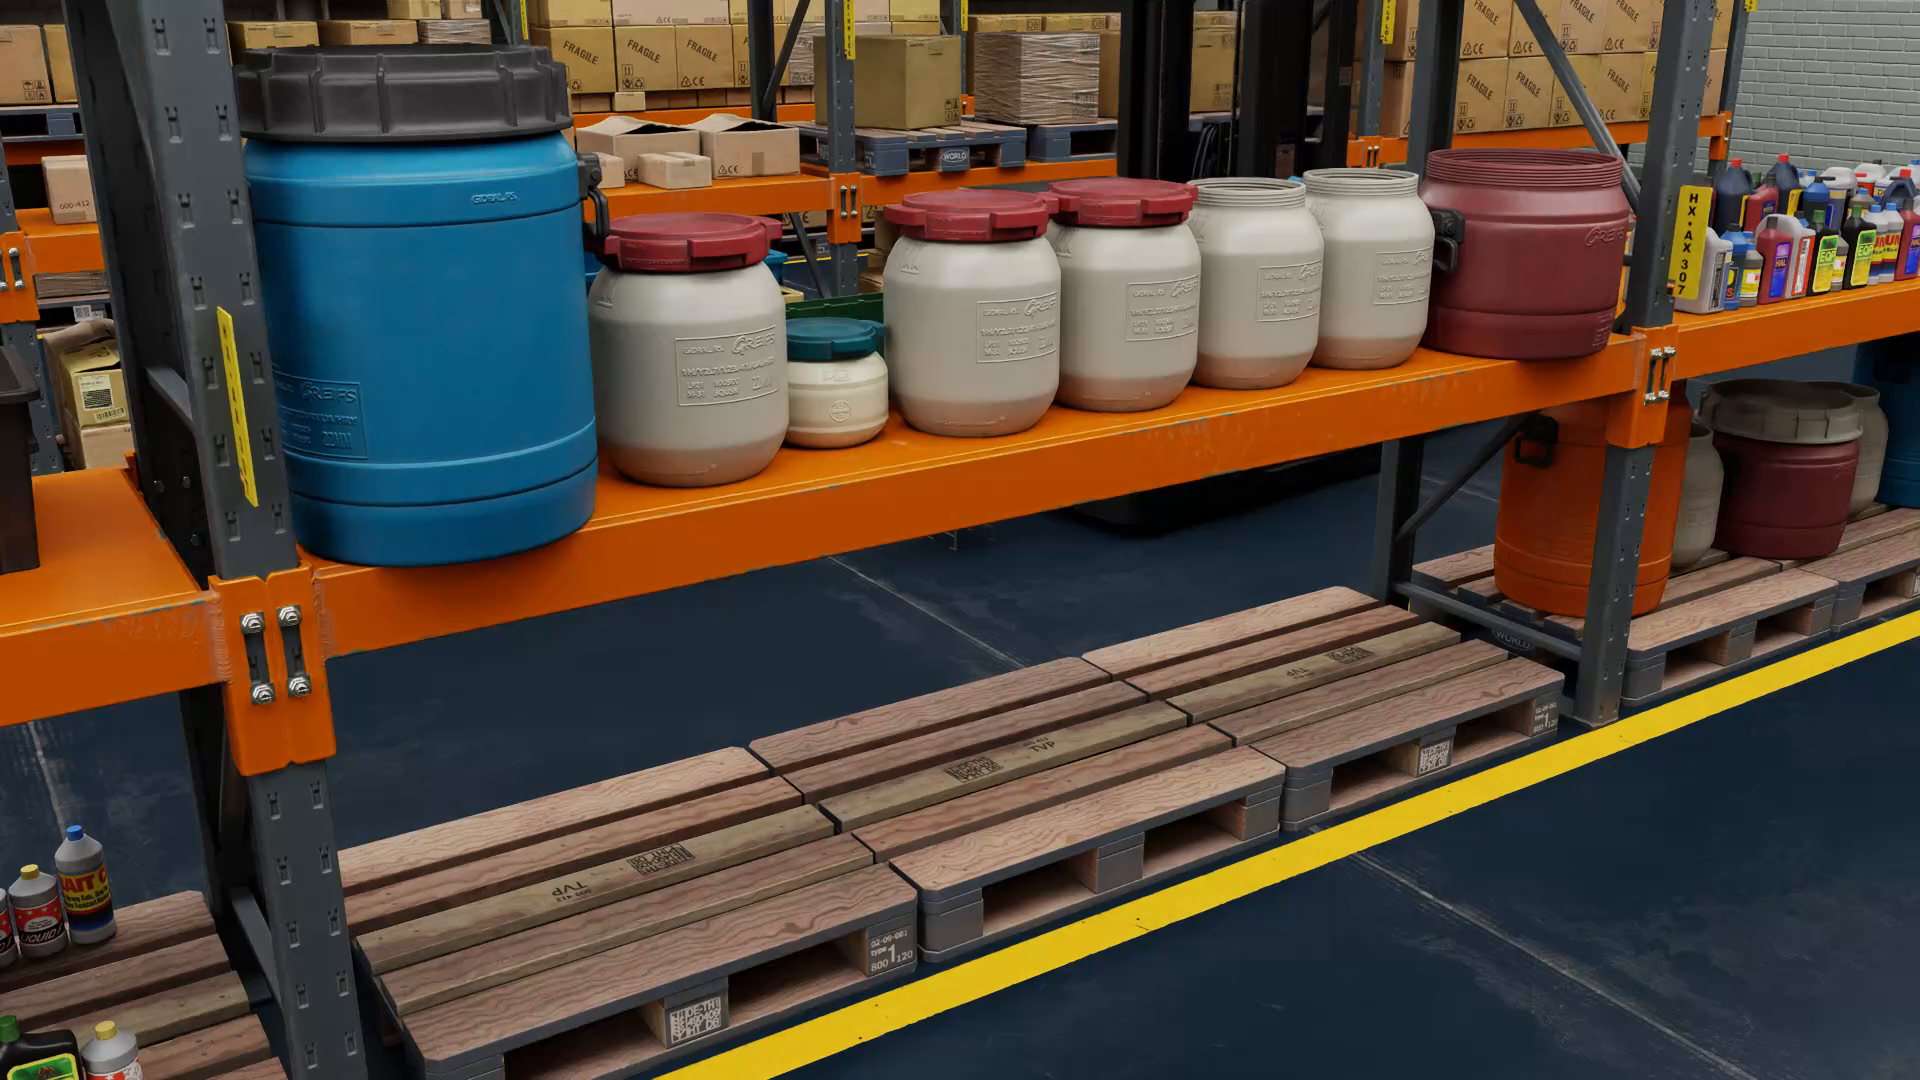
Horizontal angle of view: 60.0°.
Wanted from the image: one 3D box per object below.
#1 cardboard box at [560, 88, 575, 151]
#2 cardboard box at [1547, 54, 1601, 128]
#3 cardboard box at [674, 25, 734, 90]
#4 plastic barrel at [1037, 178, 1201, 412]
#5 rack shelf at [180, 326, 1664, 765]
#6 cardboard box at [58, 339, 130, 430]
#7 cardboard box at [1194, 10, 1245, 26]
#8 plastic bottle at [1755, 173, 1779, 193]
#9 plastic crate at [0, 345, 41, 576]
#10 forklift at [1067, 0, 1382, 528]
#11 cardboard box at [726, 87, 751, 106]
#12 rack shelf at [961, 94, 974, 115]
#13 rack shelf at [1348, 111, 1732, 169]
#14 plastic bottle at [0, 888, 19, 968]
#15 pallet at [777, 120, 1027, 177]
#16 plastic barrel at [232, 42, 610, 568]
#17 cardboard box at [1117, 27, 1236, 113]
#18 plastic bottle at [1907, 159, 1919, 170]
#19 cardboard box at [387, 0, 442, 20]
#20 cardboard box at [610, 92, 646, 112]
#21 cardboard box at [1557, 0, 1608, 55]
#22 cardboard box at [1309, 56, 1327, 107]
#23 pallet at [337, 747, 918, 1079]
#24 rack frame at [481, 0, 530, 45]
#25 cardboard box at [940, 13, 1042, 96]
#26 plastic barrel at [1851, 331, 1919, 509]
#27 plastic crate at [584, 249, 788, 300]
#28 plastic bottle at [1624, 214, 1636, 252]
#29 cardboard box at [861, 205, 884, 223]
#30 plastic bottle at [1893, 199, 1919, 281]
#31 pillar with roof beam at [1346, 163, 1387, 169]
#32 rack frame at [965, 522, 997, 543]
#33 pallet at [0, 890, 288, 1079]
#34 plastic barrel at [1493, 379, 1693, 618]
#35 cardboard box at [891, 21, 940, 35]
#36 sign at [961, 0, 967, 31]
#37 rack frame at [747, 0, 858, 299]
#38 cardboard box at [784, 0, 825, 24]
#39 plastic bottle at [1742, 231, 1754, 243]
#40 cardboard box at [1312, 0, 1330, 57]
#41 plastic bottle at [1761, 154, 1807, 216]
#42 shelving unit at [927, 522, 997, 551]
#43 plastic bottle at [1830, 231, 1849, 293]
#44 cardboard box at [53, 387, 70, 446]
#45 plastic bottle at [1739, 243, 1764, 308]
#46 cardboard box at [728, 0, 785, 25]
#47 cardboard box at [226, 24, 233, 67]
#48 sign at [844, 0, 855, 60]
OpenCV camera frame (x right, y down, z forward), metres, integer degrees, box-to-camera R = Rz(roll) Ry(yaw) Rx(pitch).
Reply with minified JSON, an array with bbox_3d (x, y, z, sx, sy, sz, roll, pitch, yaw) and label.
[{"bbox_3d":[-2.276,-2.017,8.371,0.500,0.500,0.500,-13,23,-34],"label":"cardboard box"},{"bbox_3d":[4.301,-3.307,12.187,0.500,0.500,0.500,-12,22,-32],"label":"cardboard box"},{"bbox_3d":[-2.207,-3.986,13.699,0.500,0.500,0.500,-12,22,-32],"label":"cardboard box"},{"bbox_3d":[0.390,-0.619,4.180,0.433,0.535,0.433,0,19,0],"label":"plastic barrel"},{"bbox_3d":[0.167,-0.251,4.427,4.000,0.370,1.077,-12,22,-31],"label":"rack shelf"},{"bbox_3d":[-3.742,-0.733,7.492,0.500,0.311,0.500,-12,22,-31],"label":"cardboard box"},{"bbox_3d":[2.650,-5.053,17.038,0.700,0.700,0.980,-11,21,-29],"label":"cardboard box"},{"bbox_3d":[3.194,-1.315,6.634,0.133,0.283,0.061,-12,22,-31],"label":"plastic bottle"},{"bbox_3d":[-2.010,-0.152,3.107,0.504,0.338,0.767,-12,22,-31],"label":"plastic crate"},{"bbox_3d":[1.543,-1.813,8.030,3.031,2.935,1.130,-15,24,-38],"label":"forklift"},{"bbox_3d":[-1.934,-3.754,14.025,0.250,0.149,0.380,-12,22,-31],"label":"cardboard box"},{"bbox_3d":[1.400,-4.310,16.433,4.000,0.370,1.077,-12,22,-31],"label":"rack shelf"},{"bbox_3d":[4.127,-2.986,12.516,4.000,0.370,1.077,-12,22,-31],"label":"rack shelf"},{"bbox_3d":[-2.180,0.852,3.722,0.097,0.201,0.097,0,19,0],"label":"plastic bottle"},{"bbox_3d":[-0.356,-2.317,9.714,1.003,0.211,1.213,-12,22,-31],"label":"pallet"},{"bbox_3d":[-1.014,-0.464,3.151,0.708,0.901,0.600,-12,22,-31],"label":"plastic barrel"},{"bbox_3d":[1.399,-3.059,10.797,0.500,0.500,0.700,-8,20,-23],"label":"cardboard box"},{"bbox_3d":[4.164,-1.530,7.289,0.097,0.271,0.097,0,19,0],"label":"plastic bottle"},{"bbox_3d":[-4.143,-4.028,12.619,0.250,0.149,0.380,-17,25,-40],"label":"cardboard box"},{"bbox_3d":[-2.725,-3.547,13.413,0.250,0.149,0.380,-11,22,-30],"label":"cardboard box"},{"bbox_3d":[4.296,-3.776,12.012,0.500,0.500,0.500,-11,22,-30],"label":"cardboard box"},{"bbox_3d":[2.733,-3.178,11.806,0.500,0.500,0.500,-11,22,-31],"label":"cardboard box"},{"bbox_3d":[-0.869,0.933,4.156,1.213,0.211,1.003,-12,22,-31],"label":"pallet"},{"bbox_3d":[-3.611,-3.594,13.192,0.127,3.000,1.000,-12,22,-31],"label":"rack frame"},{"bbox_3d":[0.191,-4.532,15.498,0.700,0.700,0.980,-12,22,-31],"label":"cardboard box"},{"bbox_3d":[4.123,-0.638,7.068,0.708,0.901,0.600,-12,22,-31],"label":"plastic barrel"},{"bbox_3d":[-0.753,-0.509,4.093,0.575,0.384,0.392,-12,22,-31],"label":"plastic crate"},{"bbox_3d":[2.484,-1.143,6.252,0.097,0.201,0.097,0,19,0],"label":"plastic bottle"},{"bbox_3d":[-0.742,-3.330,15.112,0.750,0.750,0.750,-12,22,-31],"label":"cardboard box"},{"bbox_3d":[3.367,-1.070,5.908,0.133,0.283,0.061,-12,22,-31],"label":"plastic bottle"},{"bbox_3d":[7.217,-7.401,15.084,0.400,9.000,9.100,-12,22,-31],"label":"pillar with roof beam"},{"bbox_3d":[0.092,-0.446,7.158,0.006,0.900,0.240,-12,22,-31],"label":"rack frame"},{"bbox_3d":[-2.087,1.189,3.399,1.213,0.211,1.003,-12,22,-31],"label":"pallet"},{"bbox_3d":[2.237,-0.206,5.902,0.708,0.830,0.600,-12,22,-31],"label":"plastic barrel"},{"bbox_3d":[-0.517,-4.348,14.769,0.500,0.500,0.500,-12,22,-32],"label":"cardboard box"},{"bbox_3d":[0.036,-4.666,14.679,0.005,0.325,0.100,-12,22,-31],"label":"sign"},{"bbox_3d":[-0.884,-2.270,9.275,0.127,3.000,1.000,-12,22,-31],"label":"rack frame"},{"bbox_3d":[-1.378,-4.524,14.119,0.500,0.250,0.500,-11,22,-30],"label":"cardboard box"},{"bbox_3d":[2.679,-0.951,5.685,0.097,0.201,0.097,0,19,0],"label":"plastic bottle"},{"bbox_3d":[2.737,-3.654,11.651,0.500,0.500,0.500,-12,22,-31],"label":"cardboard box"},{"bbox_3d":[3.317,-1.380,6.721,0.185,0.351,0.144,-12,22,-31],"label":"plastic bottle"},{"bbox_3d":[0.007,-0.428,7.105,0.210,0.900,0.258,-12,22,-31],"label":"shelving unit"},{"bbox_3d":[2.986,-0.958,5.704,0.097,0.201,0.097,0,19,0],"label":"plastic bottle"},{"bbox_3d":[-4.038,-0.612,8.009,0.500,0.250,0.500,-12,22,-32],"label":"cardboard box"},{"bbox_3d":[2.570,-0.870,5.445,0.097,0.201,0.097,0,19,0],"label":"plastic bottle"},{"bbox_3d":[-1.804,-4.434,13.853,0.500,0.250,0.500,-12,22,-33],"label":"cardboard box"},{"bbox_3d":[-5.505,-3.447,11.913,0.500,0.500,0.700,-9,21,-24],"label":"cardboard box"},{"bbox_3d":[-0.576,-2.670,8.652,0.005,0.325,0.100,-12,22,-31],"label":"sign"}]
